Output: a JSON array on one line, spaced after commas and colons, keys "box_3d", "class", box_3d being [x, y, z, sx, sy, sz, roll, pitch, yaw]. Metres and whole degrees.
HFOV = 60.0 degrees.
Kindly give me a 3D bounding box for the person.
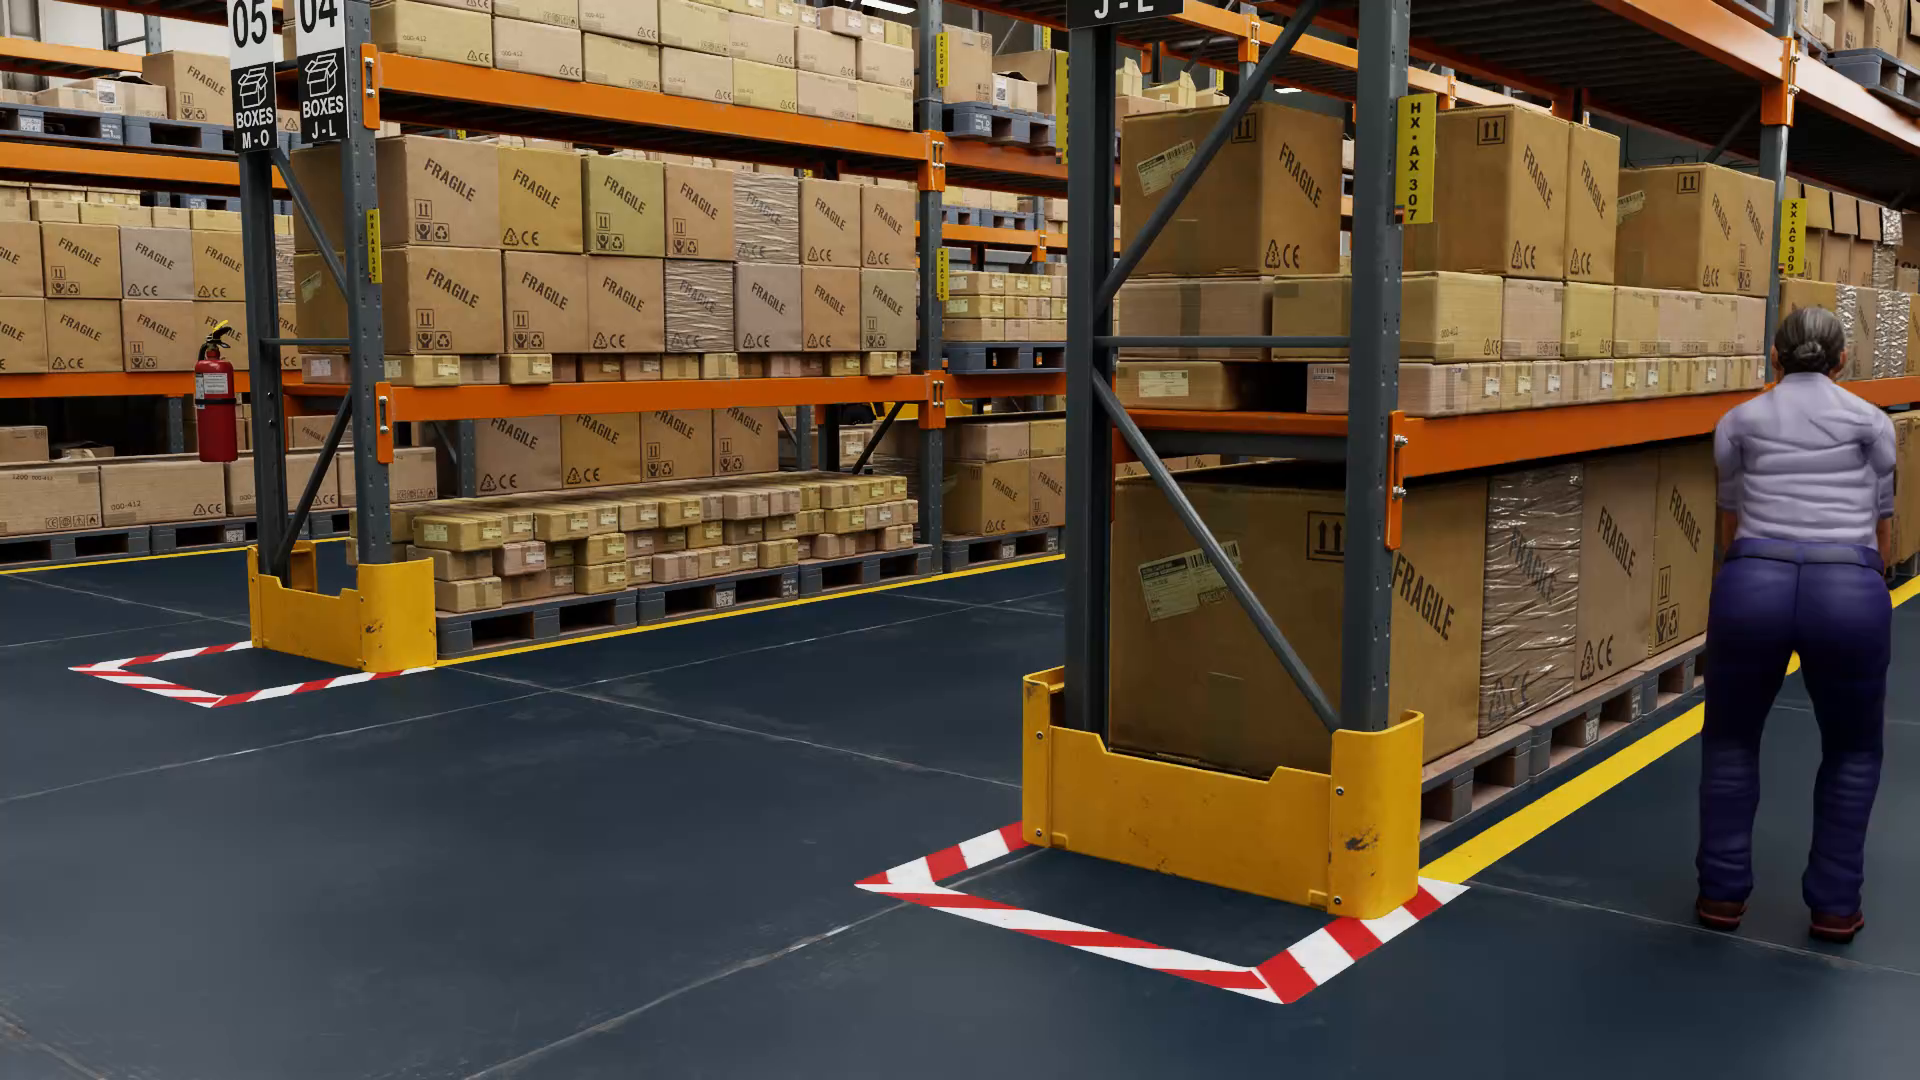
[{"box_3d": [2.163, 0.202, 4.301, 0.437, 1.610, 0.569, 4, 8, 30], "class": "person"}]
